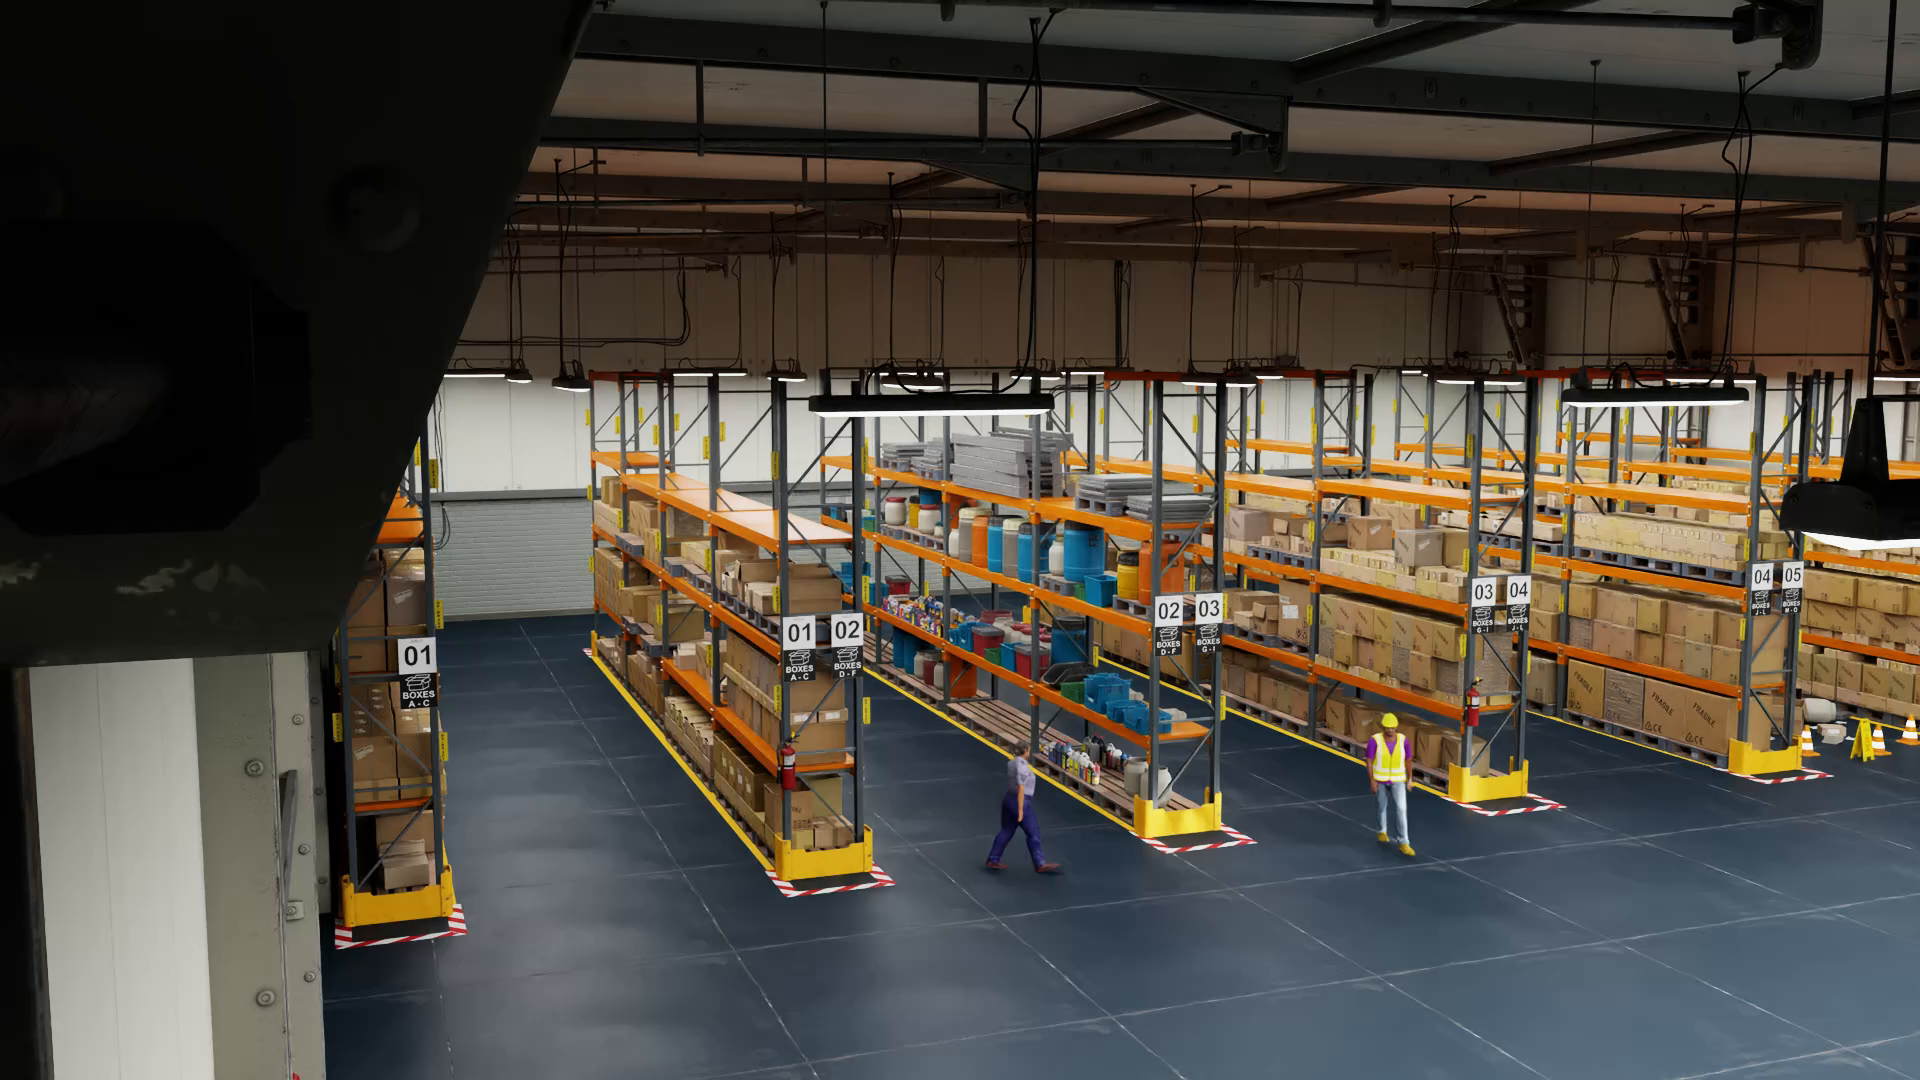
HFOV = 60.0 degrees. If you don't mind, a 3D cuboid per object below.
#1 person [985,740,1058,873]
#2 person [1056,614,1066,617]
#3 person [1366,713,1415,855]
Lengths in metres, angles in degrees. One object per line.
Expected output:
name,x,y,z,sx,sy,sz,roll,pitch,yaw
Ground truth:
person,0.756,3.272,20.442,0.796,1.600,0.573,-2,7,-20
person,1.810,2.085,29.285,0.481,1.565,0.609,-1,6,-7
person,5.493,3.078,21.239,0.608,1.721,0.931,1,6,10
